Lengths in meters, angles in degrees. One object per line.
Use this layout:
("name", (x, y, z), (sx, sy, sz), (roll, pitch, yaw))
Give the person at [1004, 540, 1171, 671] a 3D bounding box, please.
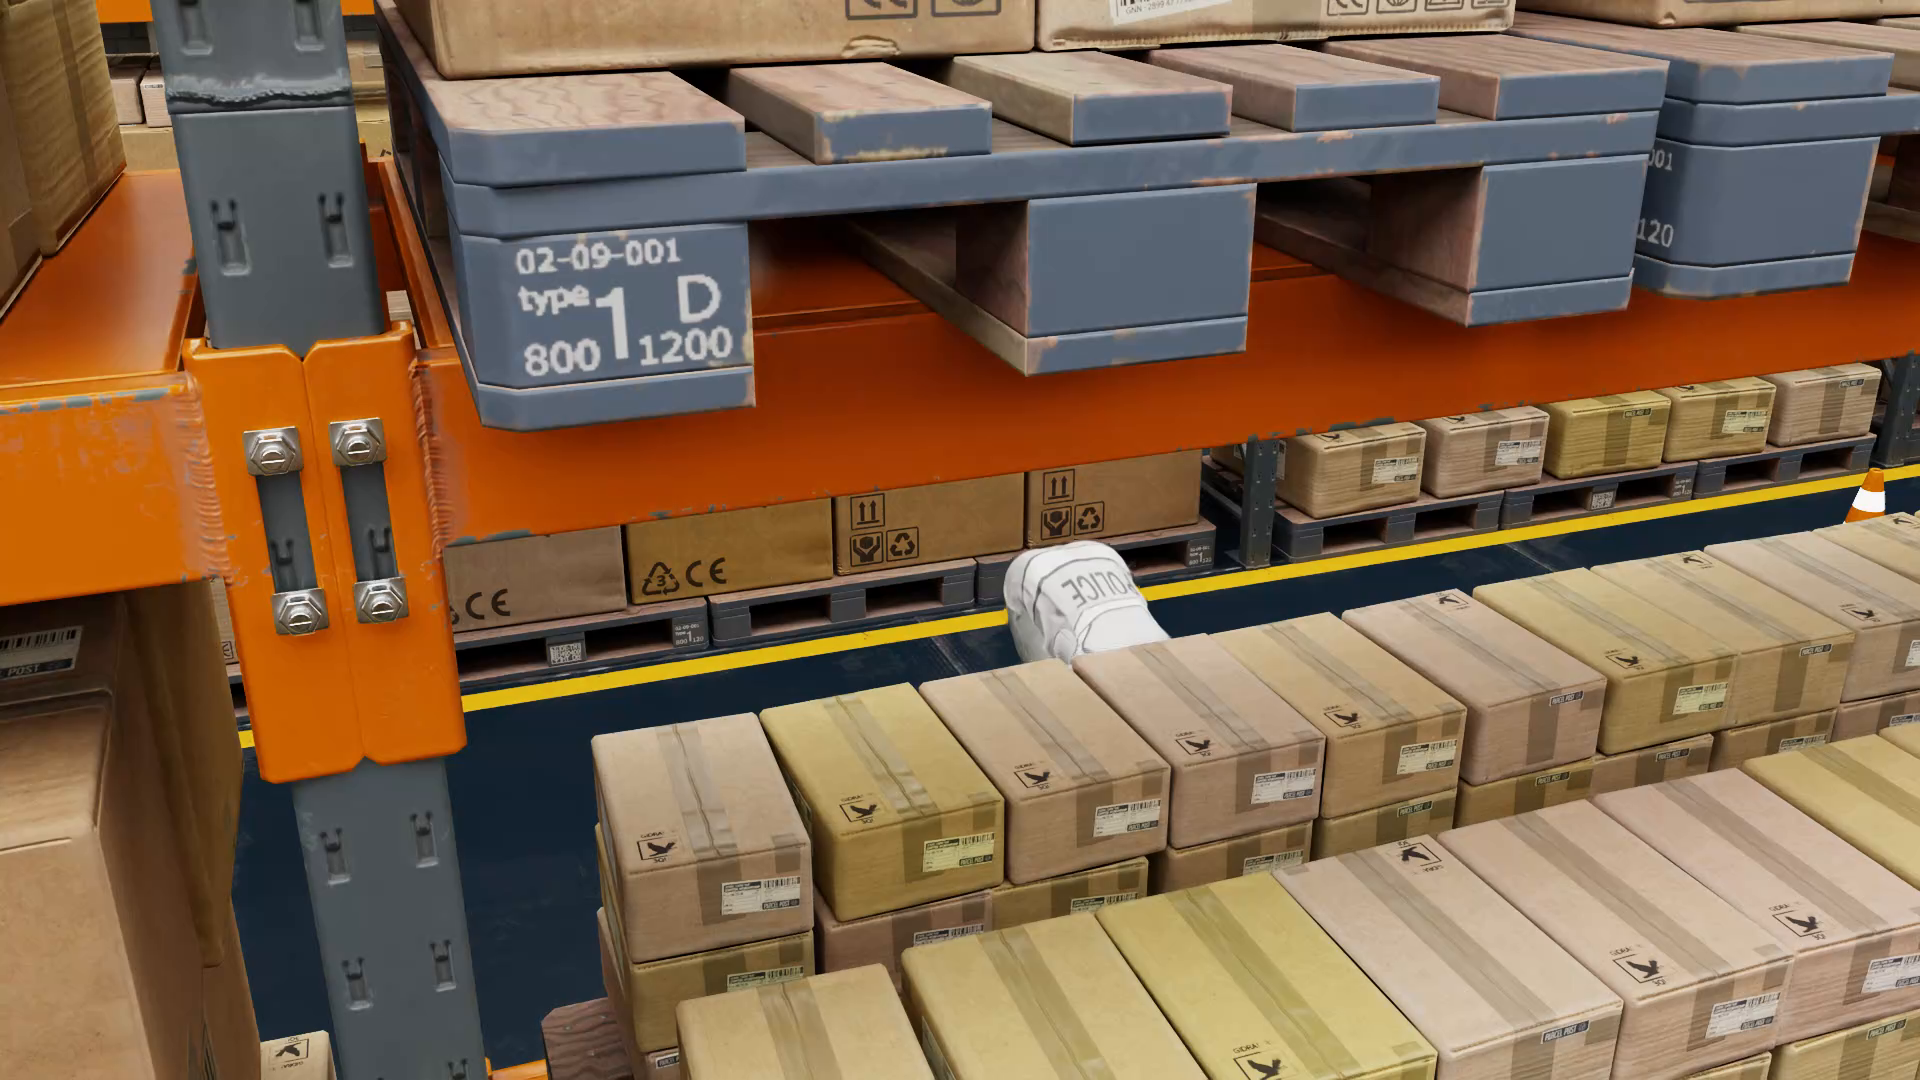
("person", (0.501, 0.515, 5.870), (0.513, 0.886, 0.937), (-9, 24, -21))
